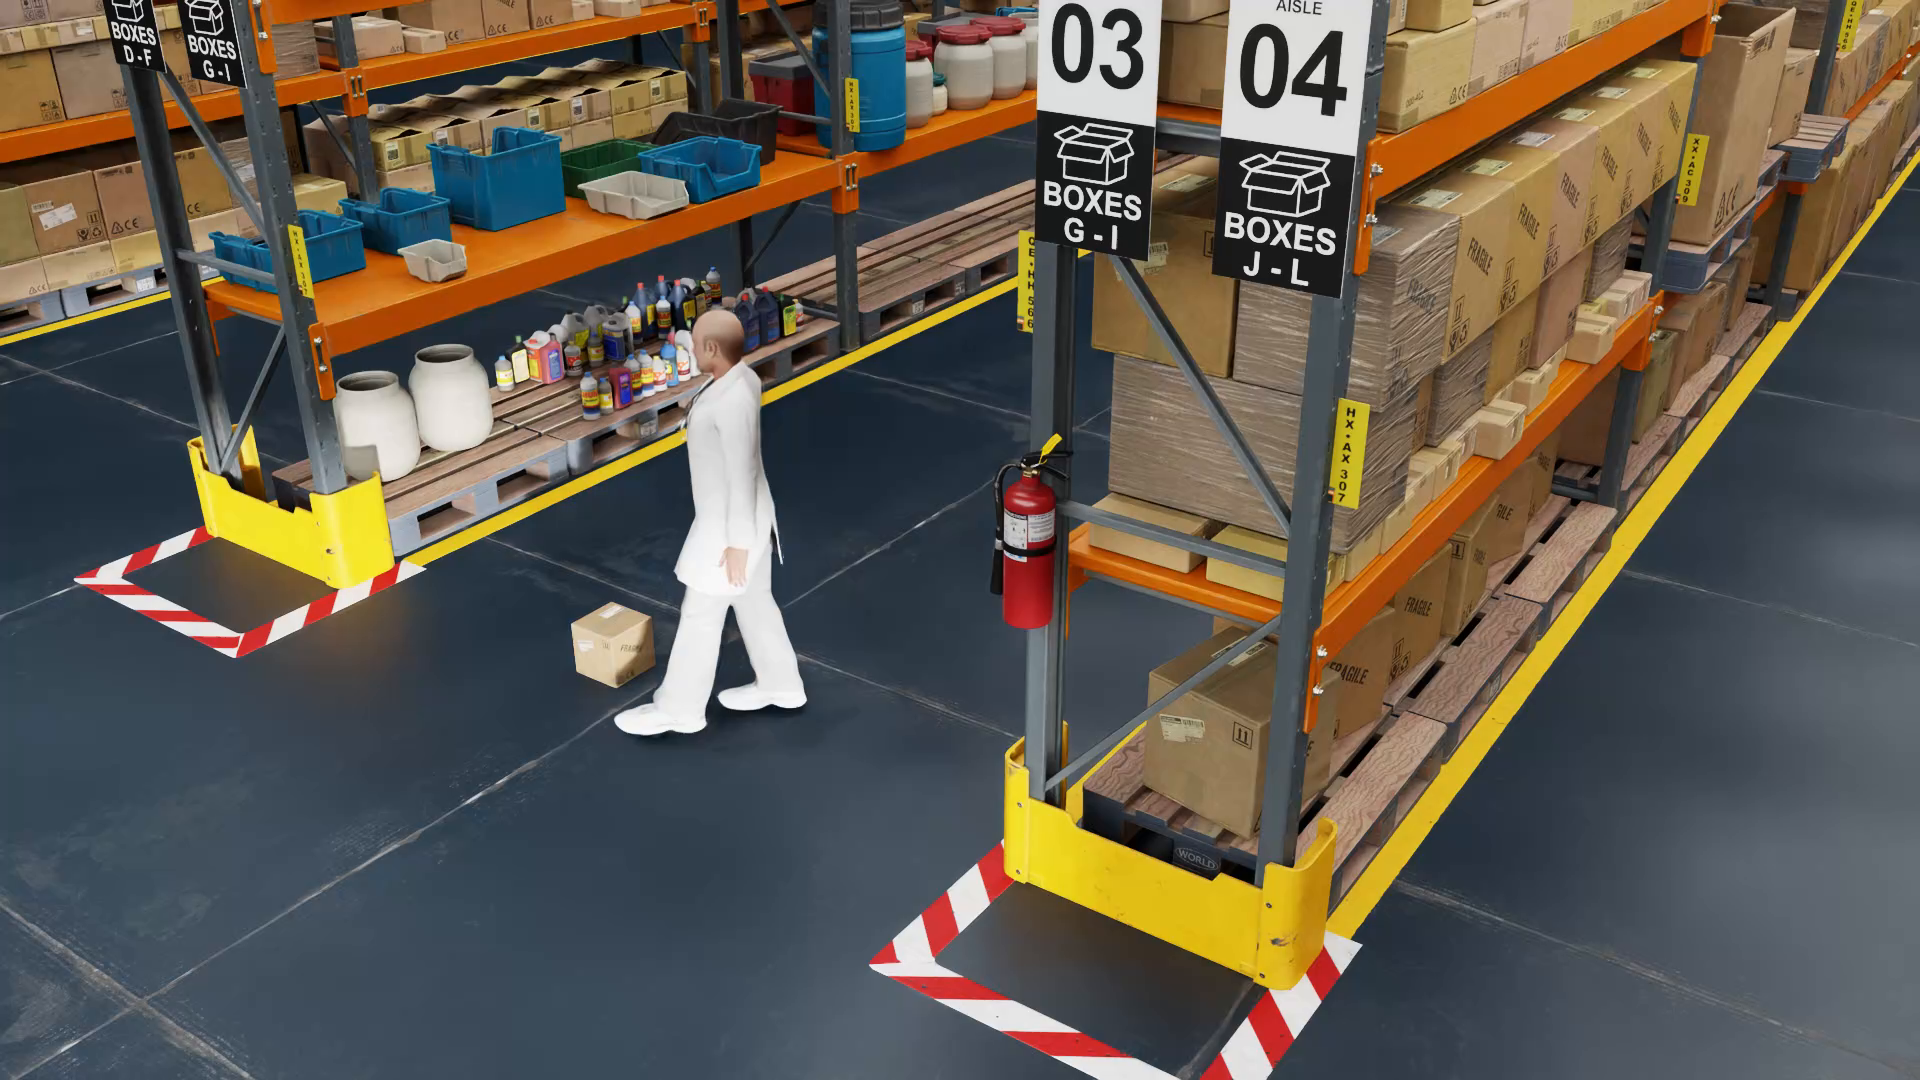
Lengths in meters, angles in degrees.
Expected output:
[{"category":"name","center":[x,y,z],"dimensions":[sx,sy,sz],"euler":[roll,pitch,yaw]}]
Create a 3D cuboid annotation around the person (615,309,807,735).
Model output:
[{"category":"person","center":[-1.048,-0.071,6.740],"dimensions":[0.777,1.762,0.635],"euler":[-1,27,-1]}]
